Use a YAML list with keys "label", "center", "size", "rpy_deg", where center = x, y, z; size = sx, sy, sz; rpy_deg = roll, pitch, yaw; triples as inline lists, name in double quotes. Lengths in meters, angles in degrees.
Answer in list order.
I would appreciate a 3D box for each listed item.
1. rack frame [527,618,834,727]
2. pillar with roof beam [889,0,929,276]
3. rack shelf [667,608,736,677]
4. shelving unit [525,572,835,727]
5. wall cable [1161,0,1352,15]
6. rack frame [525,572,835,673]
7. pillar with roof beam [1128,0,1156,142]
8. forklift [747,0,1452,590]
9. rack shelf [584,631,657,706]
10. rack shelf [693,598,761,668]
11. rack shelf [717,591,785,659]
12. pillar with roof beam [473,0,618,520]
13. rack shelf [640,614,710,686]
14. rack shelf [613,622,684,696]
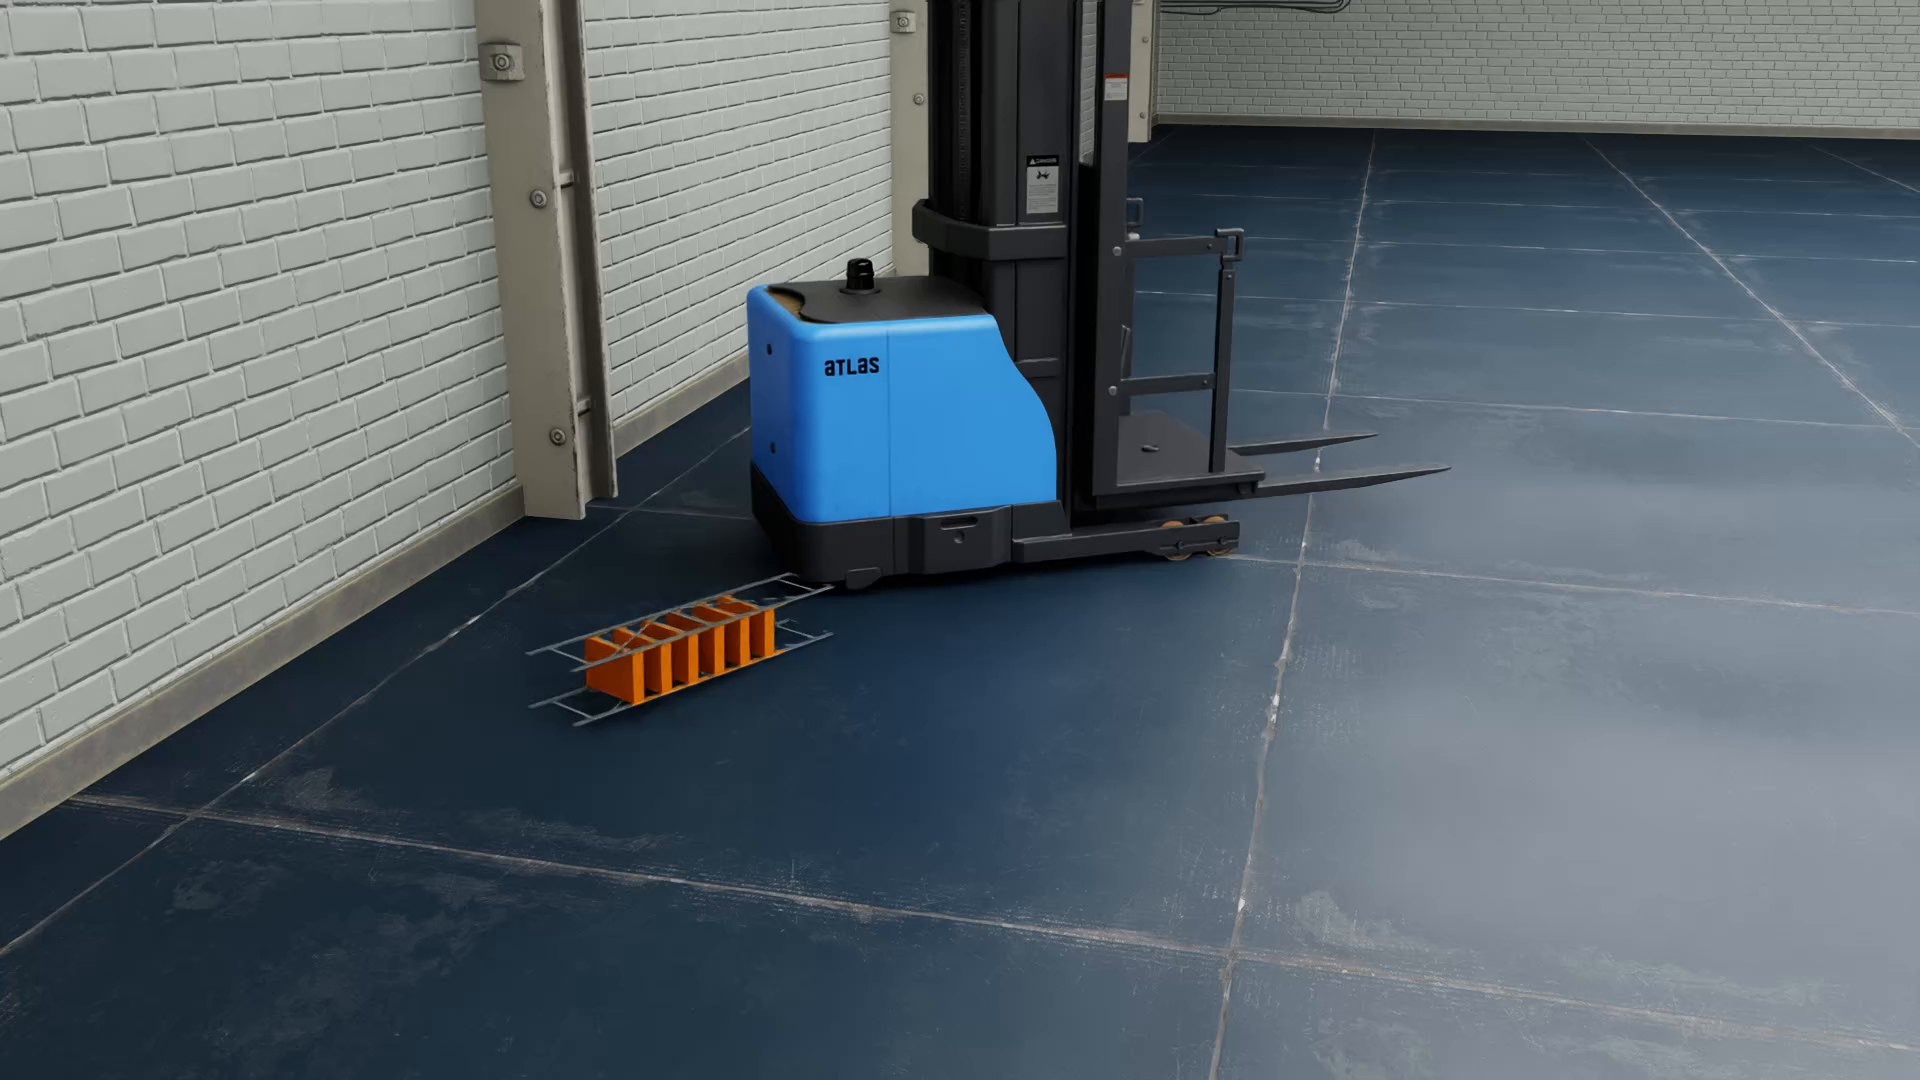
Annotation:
- label: "rack frame"
  center: [-0.932, 0.443, 5.763]
  size: [0.240, 0.006, 1.200]
  rpy_deg: [14, 21, 36]
- label: "pillar with roof beam"
  center: [3.839, -5.963, 10.723]
  size: [9.100, 9.000, 0.400]
  rpy_deg: [5, 19, 13]
- label: "rack shelf"
  center: [-0.901, 0.347, 5.771]
  size: [0.258, 0.180, 0.103]
  rpy_deg: [14, 21, 36]
- label: "shelving unit"
  center: [-0.929, 0.356, 5.738]
  size: [0.258, 0.189, 1.200]
  rpy_deg: [14, 21, 36]
- label: "wall cable"
  center: [4.599, -9.414, 25.630]
  size: [3.097, 2.526, 0.112]
  rpy_deg: [5, 19, 13]
- label: "rack frame"
  center: [-0.926, 0.268, 5.712]
  size: [0.240, 0.006, 1.200]
  rpy_deg: [14, 21, 36]
- label: "pillar with roof beam"
  center: [6.771, -9.724, 21.735]
  size: [9.100, 9.000, 0.400]
  rpy_deg: [5, 19, 13]
- label: "forklift"
  center: [0.662, -1.454, 6.910]
  size: [3.031, 2.935, 1.130]
  rpy_deg: [-6, 20, -17]
- label: "rack shelf"
  center: [-1.126, 0.419, 5.499]
  size: [0.258, 0.180, 0.103]
  rpy_deg: [14, 21, 36]
- label: "rack shelf"
  center: [-0.827, 0.323, 5.862]
  size: [0.258, 0.180, 0.103]
  rpy_deg: [14, 21, 36]
- label: "rack shelf"
  center: [-0.752, 0.299, 5.952]
  size: [0.258, 0.180, 0.103]
  rpy_deg: [14, 21, 36]
- label: "pillar with roof beam"
  center: [2.373, -4.082, 5.218]
  size: [9.100, 9.000, 0.400]
  rpy_deg: [5, 19, 13]
- label: "rack shelf"
  center: [-0.976, 0.371, 5.681]
  size: [0.258, 0.180, 0.103]
  rpy_deg: [14, 21, 36]
- label: "rack shelf"
  center: [-1.051, 0.395, 5.590]
  size: [0.258, 0.180, 0.103]
  rpy_deg: [14, 21, 36]
